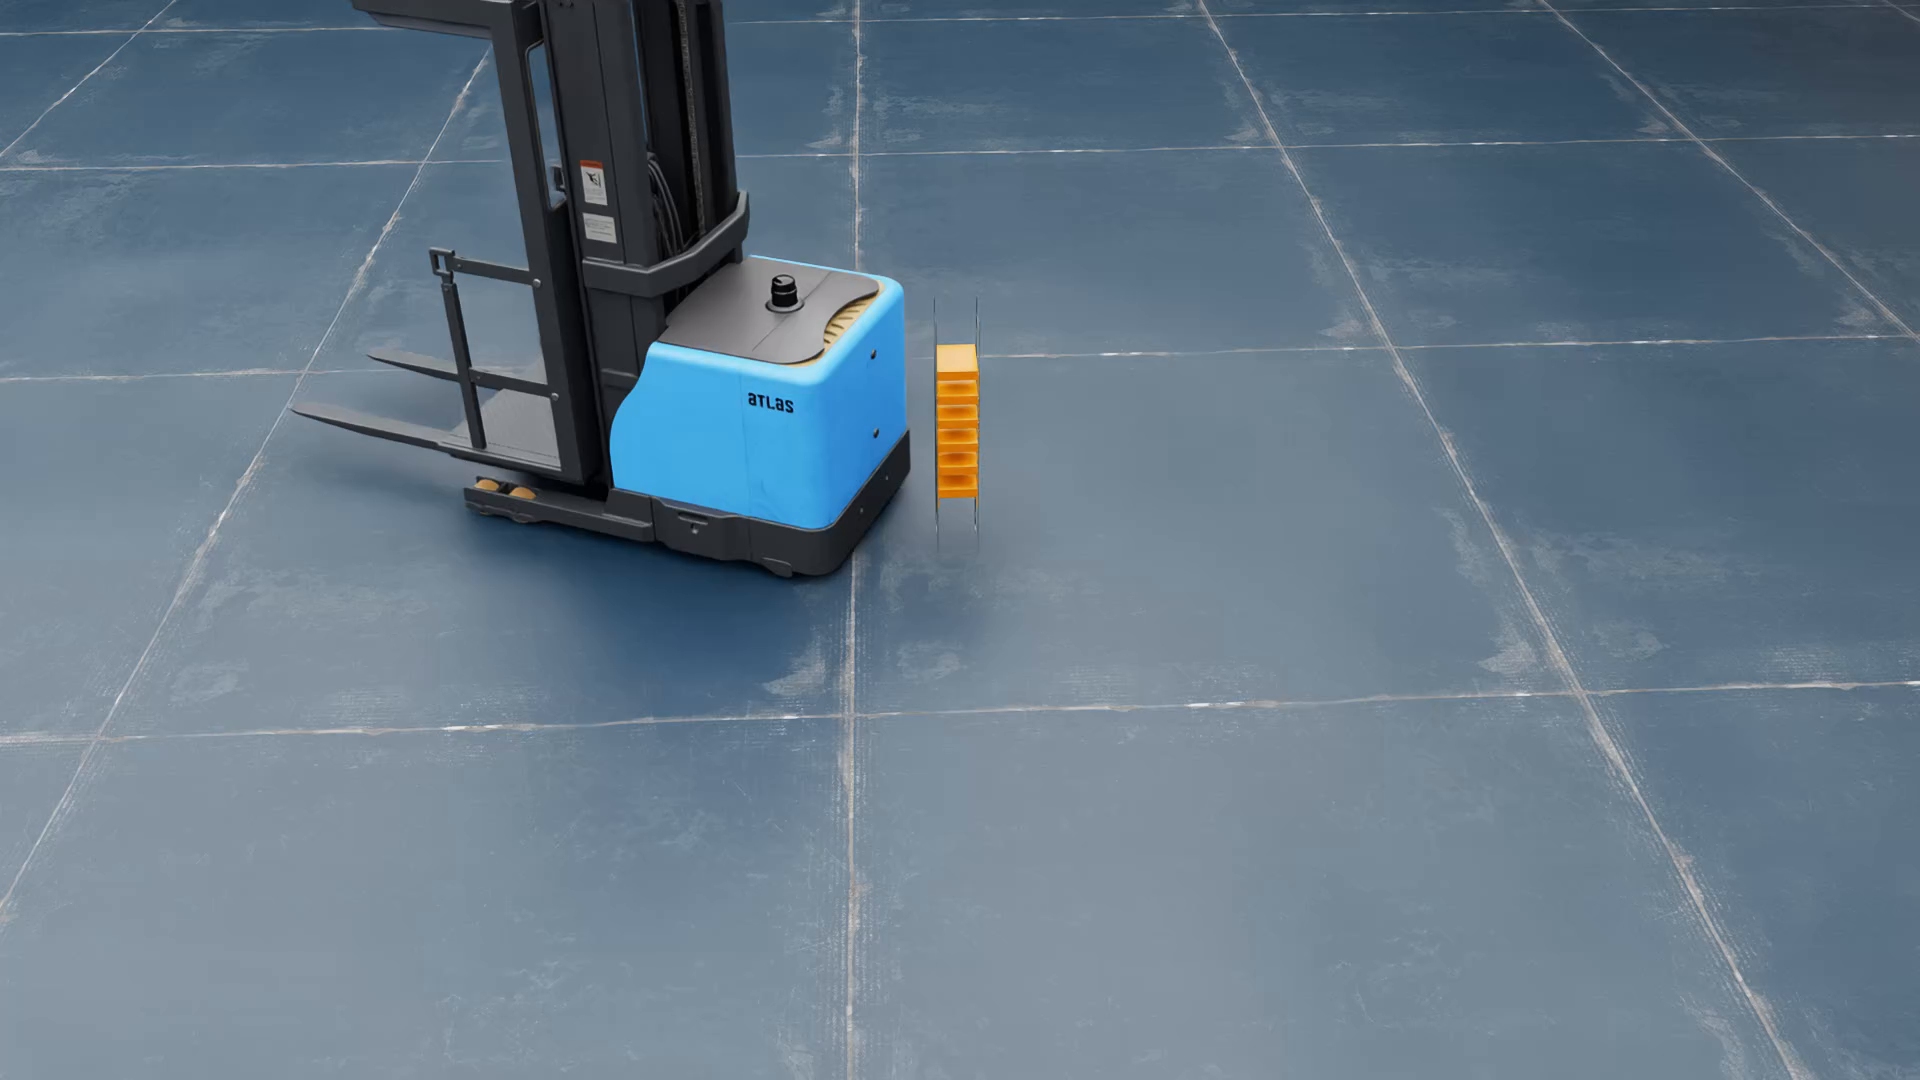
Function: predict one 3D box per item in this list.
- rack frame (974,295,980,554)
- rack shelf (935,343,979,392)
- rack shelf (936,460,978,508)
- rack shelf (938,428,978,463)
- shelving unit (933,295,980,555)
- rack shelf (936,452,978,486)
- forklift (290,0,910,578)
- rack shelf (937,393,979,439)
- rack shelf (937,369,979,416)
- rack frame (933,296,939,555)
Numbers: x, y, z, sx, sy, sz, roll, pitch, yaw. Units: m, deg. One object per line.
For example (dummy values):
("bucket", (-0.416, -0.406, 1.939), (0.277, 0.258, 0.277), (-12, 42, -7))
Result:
("rack frame", (0.077, -0.495, 7.412), (0.006, 1.200, 0.240), (-2, 35, -2))
("rack shelf", (-0.014, -0.752, 7.228), (0.180, 0.103, 0.258), (-2, 35, -2))
("rack shelf", (-0.014, -0.259, 7.570), (0.180, 0.103, 0.258), (-2, 35, -2))
("rack shelf", (-0.014, -0.456, 7.433), (0.180, 0.103, 0.258), (-2, 35, -2))
("shelving unit", (-0.014, -0.493, 7.408), (0.189, 1.200, 0.258), (-2, 35, -2))
("rack shelf", (-0.014, -0.358, 7.502), (0.180, 0.103, 0.258), (-2, 35, -2))
("forklift", (-1.814, -1.553, 7.418), (3.031, 2.935, 1.130), (12, 36, 17))
("rack shelf", (-0.014, -0.555, 7.365), (0.180, 0.103, 0.258), (-2, 35, -2))
("rack shelf", (-0.014, -0.654, 7.297), (0.180, 0.103, 0.258), (-2, 35, -2))
("rack frame", (-0.106, -0.491, 7.404), (0.006, 1.200, 0.240), (-2, 35, -2))
